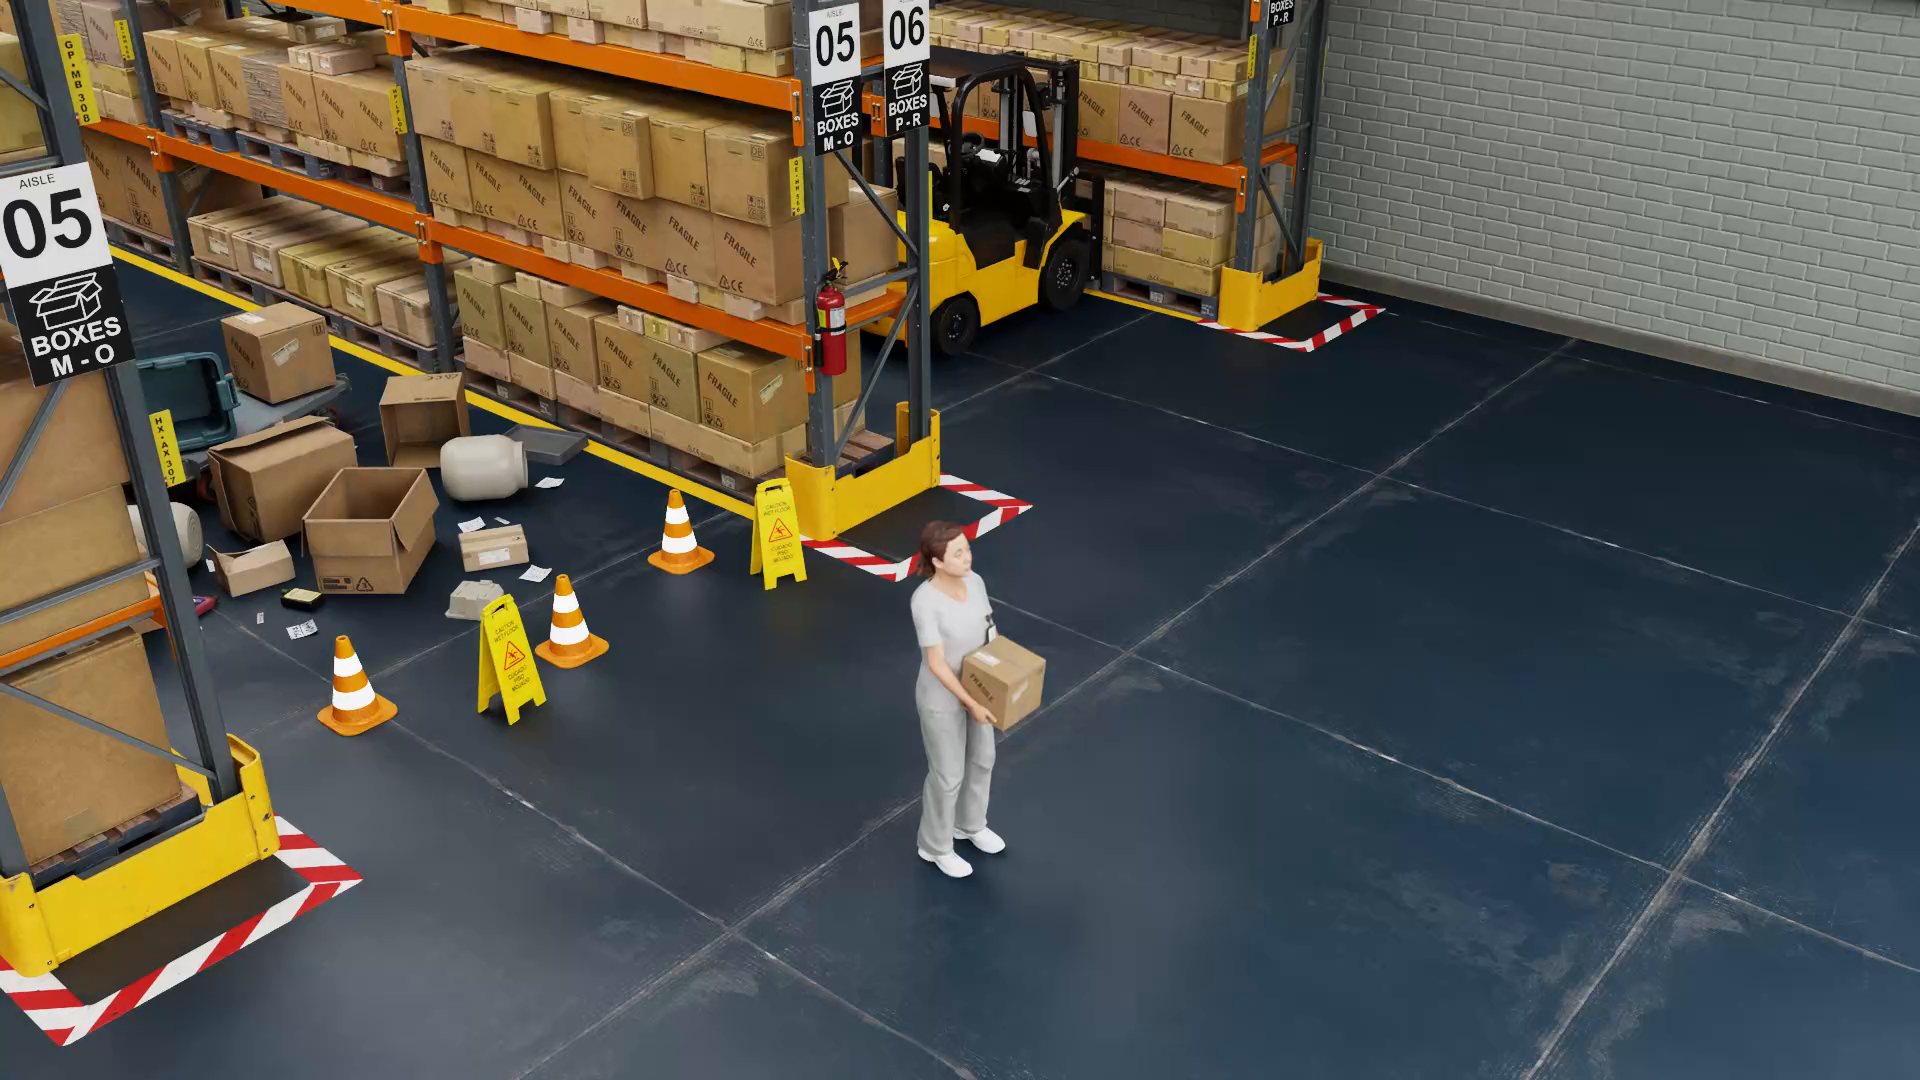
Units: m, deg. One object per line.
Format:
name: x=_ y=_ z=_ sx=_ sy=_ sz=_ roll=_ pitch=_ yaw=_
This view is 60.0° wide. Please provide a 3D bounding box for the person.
person: x=0.030 y=0.709 z=7.269 sx=0.562 sy=1.662 sz=0.437 roll=21 pitch=34 yaw=35
